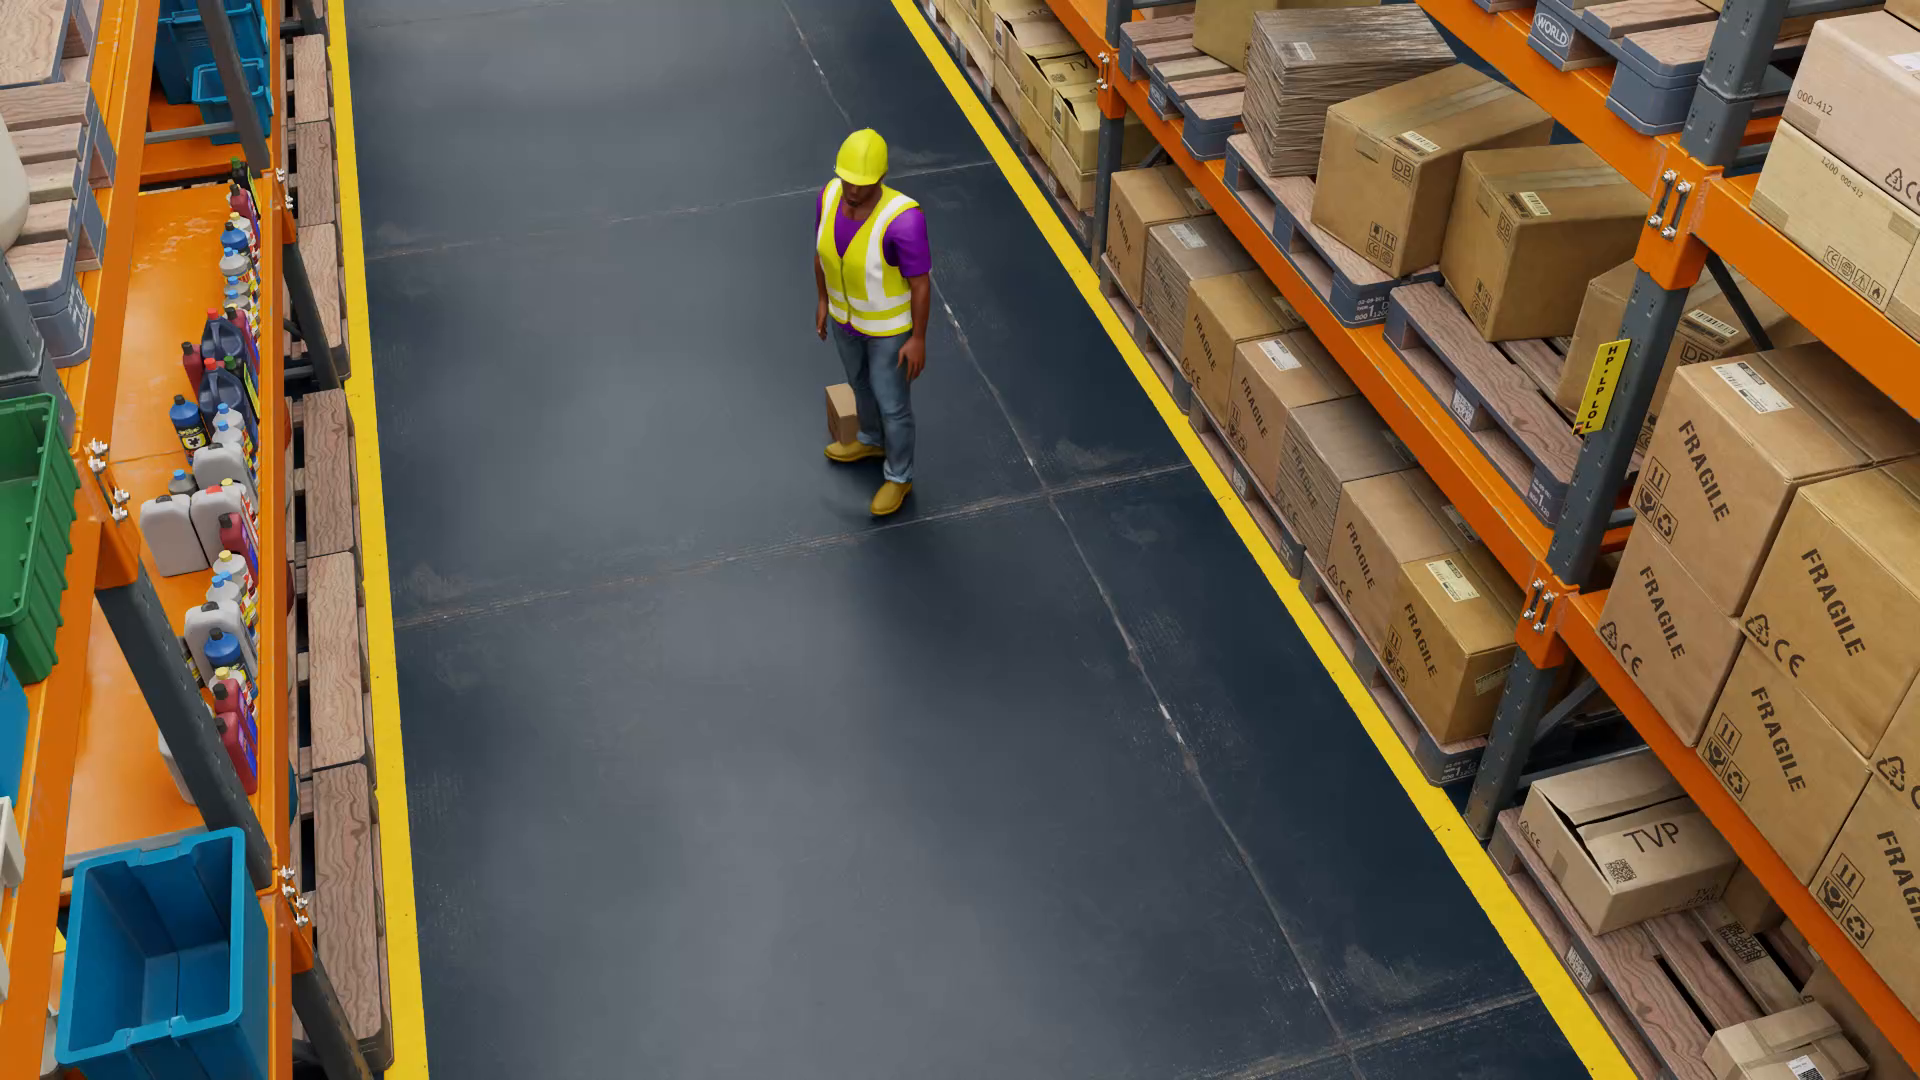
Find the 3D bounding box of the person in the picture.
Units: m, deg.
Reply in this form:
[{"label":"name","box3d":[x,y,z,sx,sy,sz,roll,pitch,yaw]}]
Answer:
[{"label":"person","box3d":[-0.394,-0.927,7.156,0.631,1.729,0.441,30,50,29]}]
